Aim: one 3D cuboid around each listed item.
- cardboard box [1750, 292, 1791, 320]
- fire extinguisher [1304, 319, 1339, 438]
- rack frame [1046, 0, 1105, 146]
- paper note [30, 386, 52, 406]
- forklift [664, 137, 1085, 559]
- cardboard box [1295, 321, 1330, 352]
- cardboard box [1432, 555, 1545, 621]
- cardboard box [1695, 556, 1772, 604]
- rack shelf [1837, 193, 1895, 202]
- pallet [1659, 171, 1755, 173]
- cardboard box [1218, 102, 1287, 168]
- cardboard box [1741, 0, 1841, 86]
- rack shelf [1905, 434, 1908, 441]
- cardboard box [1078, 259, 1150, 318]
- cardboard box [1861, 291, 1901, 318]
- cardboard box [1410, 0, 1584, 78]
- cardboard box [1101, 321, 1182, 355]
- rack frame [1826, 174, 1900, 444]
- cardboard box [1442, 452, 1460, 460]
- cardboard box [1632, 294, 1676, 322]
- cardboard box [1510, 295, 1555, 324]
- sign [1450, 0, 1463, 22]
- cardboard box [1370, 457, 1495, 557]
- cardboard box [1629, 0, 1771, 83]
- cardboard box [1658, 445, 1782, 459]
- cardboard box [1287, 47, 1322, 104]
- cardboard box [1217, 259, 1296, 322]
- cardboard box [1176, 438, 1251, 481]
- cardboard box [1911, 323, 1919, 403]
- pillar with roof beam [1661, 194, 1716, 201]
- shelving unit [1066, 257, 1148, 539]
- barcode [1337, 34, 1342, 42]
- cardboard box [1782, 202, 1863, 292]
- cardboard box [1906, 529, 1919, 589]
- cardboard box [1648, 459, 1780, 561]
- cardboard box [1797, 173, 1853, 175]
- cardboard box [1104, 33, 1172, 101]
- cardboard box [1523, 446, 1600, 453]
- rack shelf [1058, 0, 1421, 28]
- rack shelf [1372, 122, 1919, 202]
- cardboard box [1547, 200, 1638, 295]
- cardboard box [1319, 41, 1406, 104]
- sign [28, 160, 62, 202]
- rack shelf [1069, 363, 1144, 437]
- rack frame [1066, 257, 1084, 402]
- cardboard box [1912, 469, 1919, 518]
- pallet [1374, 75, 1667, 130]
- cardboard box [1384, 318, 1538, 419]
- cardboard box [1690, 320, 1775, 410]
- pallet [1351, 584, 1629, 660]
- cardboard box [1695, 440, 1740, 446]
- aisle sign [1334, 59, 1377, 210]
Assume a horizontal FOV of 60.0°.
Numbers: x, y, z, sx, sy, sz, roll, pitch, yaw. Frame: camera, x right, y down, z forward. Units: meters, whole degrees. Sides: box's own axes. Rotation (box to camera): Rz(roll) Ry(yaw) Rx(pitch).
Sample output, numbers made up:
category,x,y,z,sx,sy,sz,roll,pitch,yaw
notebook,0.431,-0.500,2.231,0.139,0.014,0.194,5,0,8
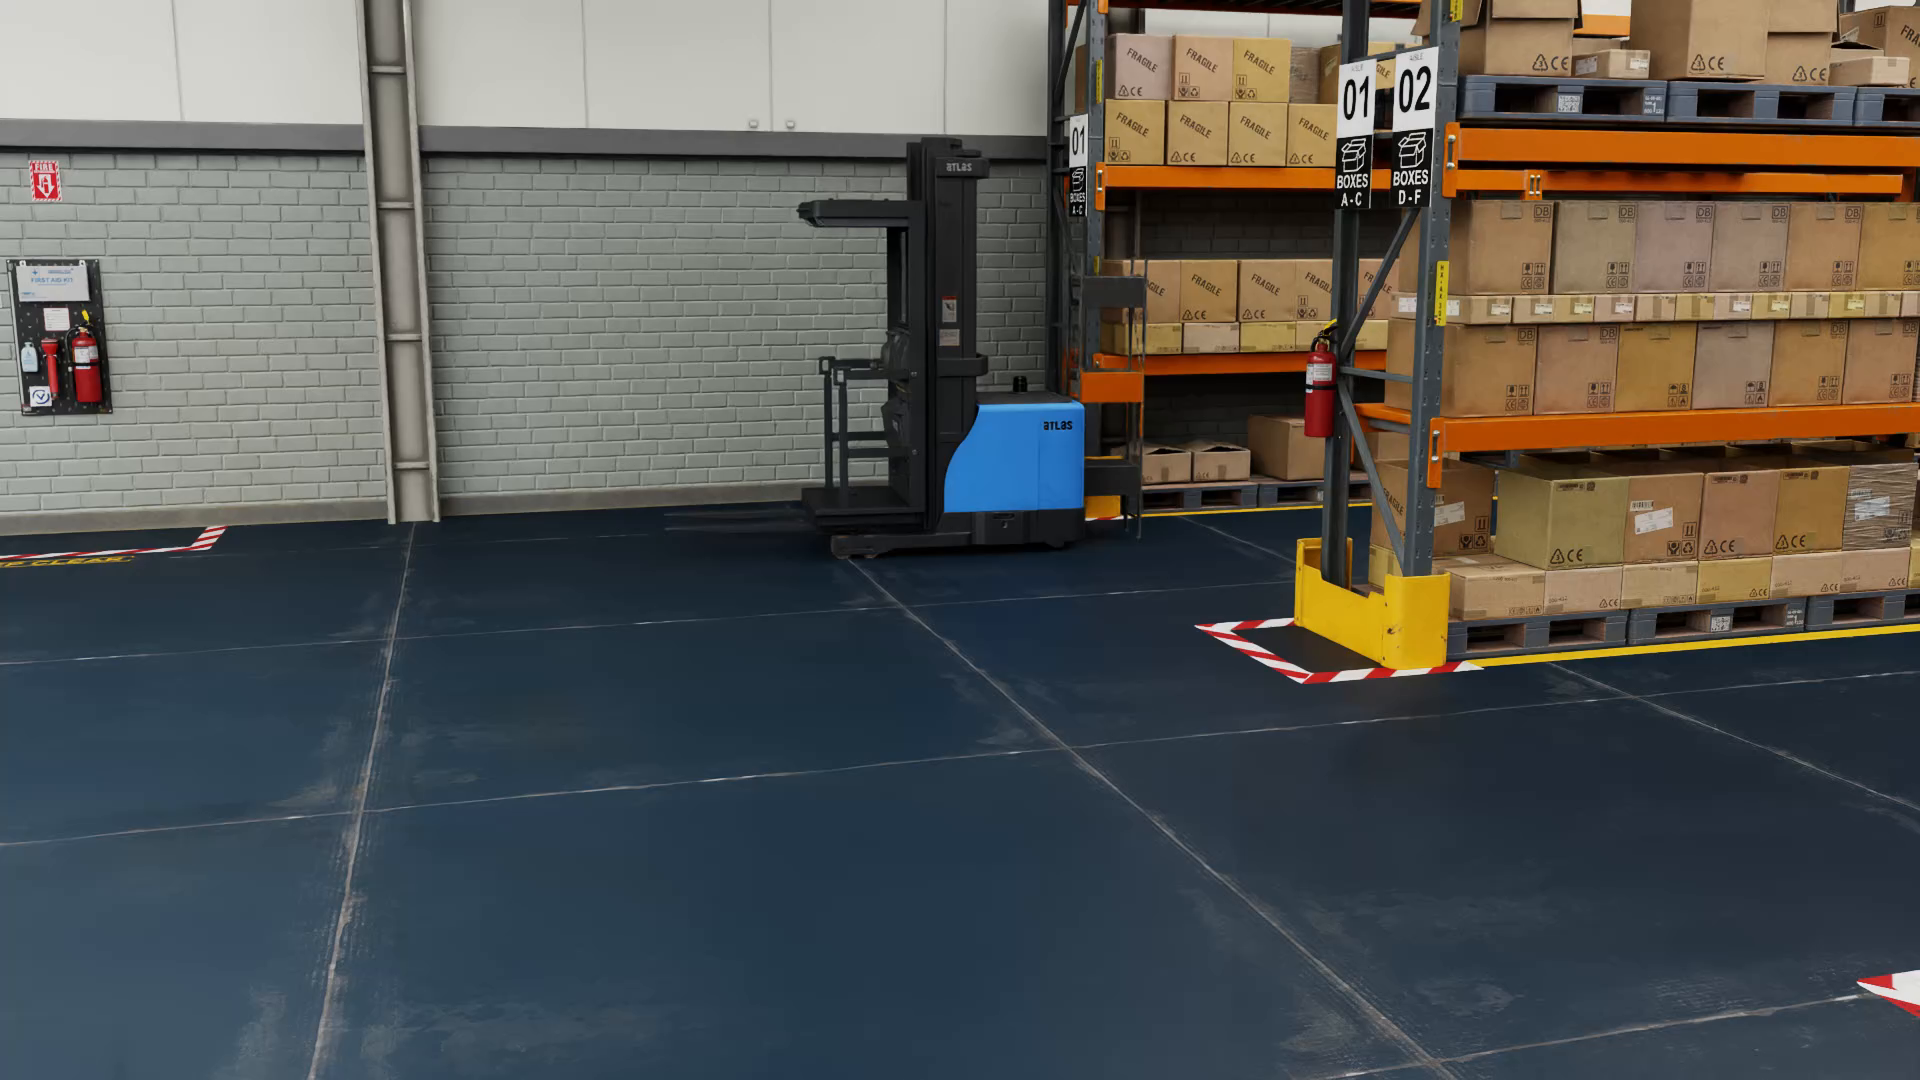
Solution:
category,x,y,z,sx,sy,sz,roll,pitch,yaw
cardboard box,4.482,-1.337,9.457,0.250,0.149,0.380,-3,11,-14
fire extinguisher,2.073,-0.932,9.538,0.183,0.674,0.296,-3,11,-16
rack frame,0.928,-4.707,13.259,0.127,3.000,1.000,-3,11,-16
paper note,-6.975,-1.090,12.615,0.142,0.148,0.016,-3,11,-16
forklift,-0.650,-1.408,12.102,3.031,2.935,1.130,-2,11,-10
cardboard box,2.957,-1.741,14.075,0.500,0.250,0.500,-3,11,-15
cardboard box,2.893,0.262,9.274,0.500,0.250,0.500,-3,11,-16
cardboard box,4.334,0.186,9.684,0.500,0.250,0.500,-3,11,-16
rack shelf,10.529,-3.384,16.344,4.000,0.370,1.077,-3,11,-16
pallet,6.386,-3.407,15.004,1.003,0.211,1.213,-3,11,-16
cardboard box,2.342,-3.312,13.636,0.500,0.500,0.500,-2,11,-13
cardboard box,4.540,-2.838,9.560,0.637,0.503,0.797,-2,11,-10
rack shelf,8.077,-0.845,10.840,4.000,0.370,1.077,-3,11,-16
cardboard box,1.321,-2.122,14.076,0.500,0.500,0.500,-3,11,-17
cardboard box,5.215,-1.376,9.666,0.250,0.149,0.380,-3,11,-16
cardboard box,2.869,-2.725,8.948,0.637,0.503,0.797,-2,11,-12
cardboard box,1.485,-1.662,13.648,0.500,0.250,0.500,-3,11,-18
rack frame,8.609,-2.161,16.001,0.127,3.000,1.000,-3,11,-16
cardboard box,4.263,-0.749,14.943,0.250,0.166,0.380,-5,11,-23
cardboard box,3.744,-1.299,9.247,0.250,0.149,0.380,-3,11,-18
cardboard box,3.006,-1.260,9.037,0.250,0.149,0.380,-3,11,-17
sign,2.465,-2.743,8.242,0.005,0.325,0.100,-3,11,-16
cardboard box,2.748,-0.197,9.697,0.500,0.500,0.500,-3,11,-16
cardboard box,3.987,-2.732,8.992,0.500,0.500,0.500,-3,11,-16
cardboard box,4.664,-0.301,10.261,0.500,0.500,0.500,-3,11,-16
cardboard box,2.754,-3.924,14.200,0.500,0.500,0.500,-3,11,-16
cardboard box,2.445,-2.081,13.856,0.500,0.500,0.500,-3,11,-18
cardboard box,2.165,-0.699,14.267,0.500,0.311,0.500,-2,11,-11
cardboard box,5.732,-1.123,10.088,0.500,0.500,0.700,-3,11,-17
pillar with roof beam,8.322,-4.448,11.852,0.400,9.000,9.100,-3,11,-16
shelving unit,1.091,-1.071,12.552,0.503,2.100,0.431,-1,11,-10
barcode,3.314,-4.373,14.482,0.075,0.075,0.001,-3,11,-16
cardboard box,4.767,-1.710,9.693,0.500,0.500,0.700,-3,11,-16
cardboard box,5.772,0.109,10.102,0.500,0.250,0.500,-3,11,-16
cardboard box,4.334,-0.182,9.615,0.500,0.500,0.500,-3,11,-16
cardboard box,7.993,-3.519,15.283,0.500,0.311,0.500,-3,11,-16
cardboard box,1.366,-3.760,13.306,0.500,0.500,0.500,-4,11,-20
cardboard box,5.471,-0.986,15.306,0.500,0.500,0.700,-3,11,-14
rack shelf,2.848,-4.453,13.874,4.000,0.370,1.077,-3,11,-16
rack shelf,4.236,-2.118,9.469,4.000,0.370,1.077,-3,11,-16
cardboard box,3.322,-1.634,9.279,0.500,0.500,0.700,-3,11,-17
cardboard box,3.341,-3.854,13.821,0.500,0.500,0.500,-3,11,-18
sign,-6.822,-2.677,12.401,0.199,0.298,0.001,-3,11,-16
rack shelf,1.091,-1.057,12.555,0.480,0.518,0.431,-1,11,-10
rack frame,0.851,-1.064,12.509,0.015,2.100,0.400,-1,11,-10
cardboard box,6.465,-0.298,10.767,0.500,0.311,0.500,-3,11,-16
pallet,3.002,-2.358,9.032,1.213,0.211,1.003,-3,11,-16
cardboard box,2.768,-0.966,9.232,0.500,0.500,0.700,-3,11,-16
cardboard box,4.253,-1.045,9.661,0.500,0.500,0.700,-3,11,-14
pallet,3.039,0.430,9.627,1.213,0.211,1.003,-3,11,-16
cardboard box,6.936,-1.067,15.745,0.500,0.500,0.700,-3,11,-16
aisle sign,2.171,-2.222,9.149,0.004,0.787,0.394,-3,11,-16
